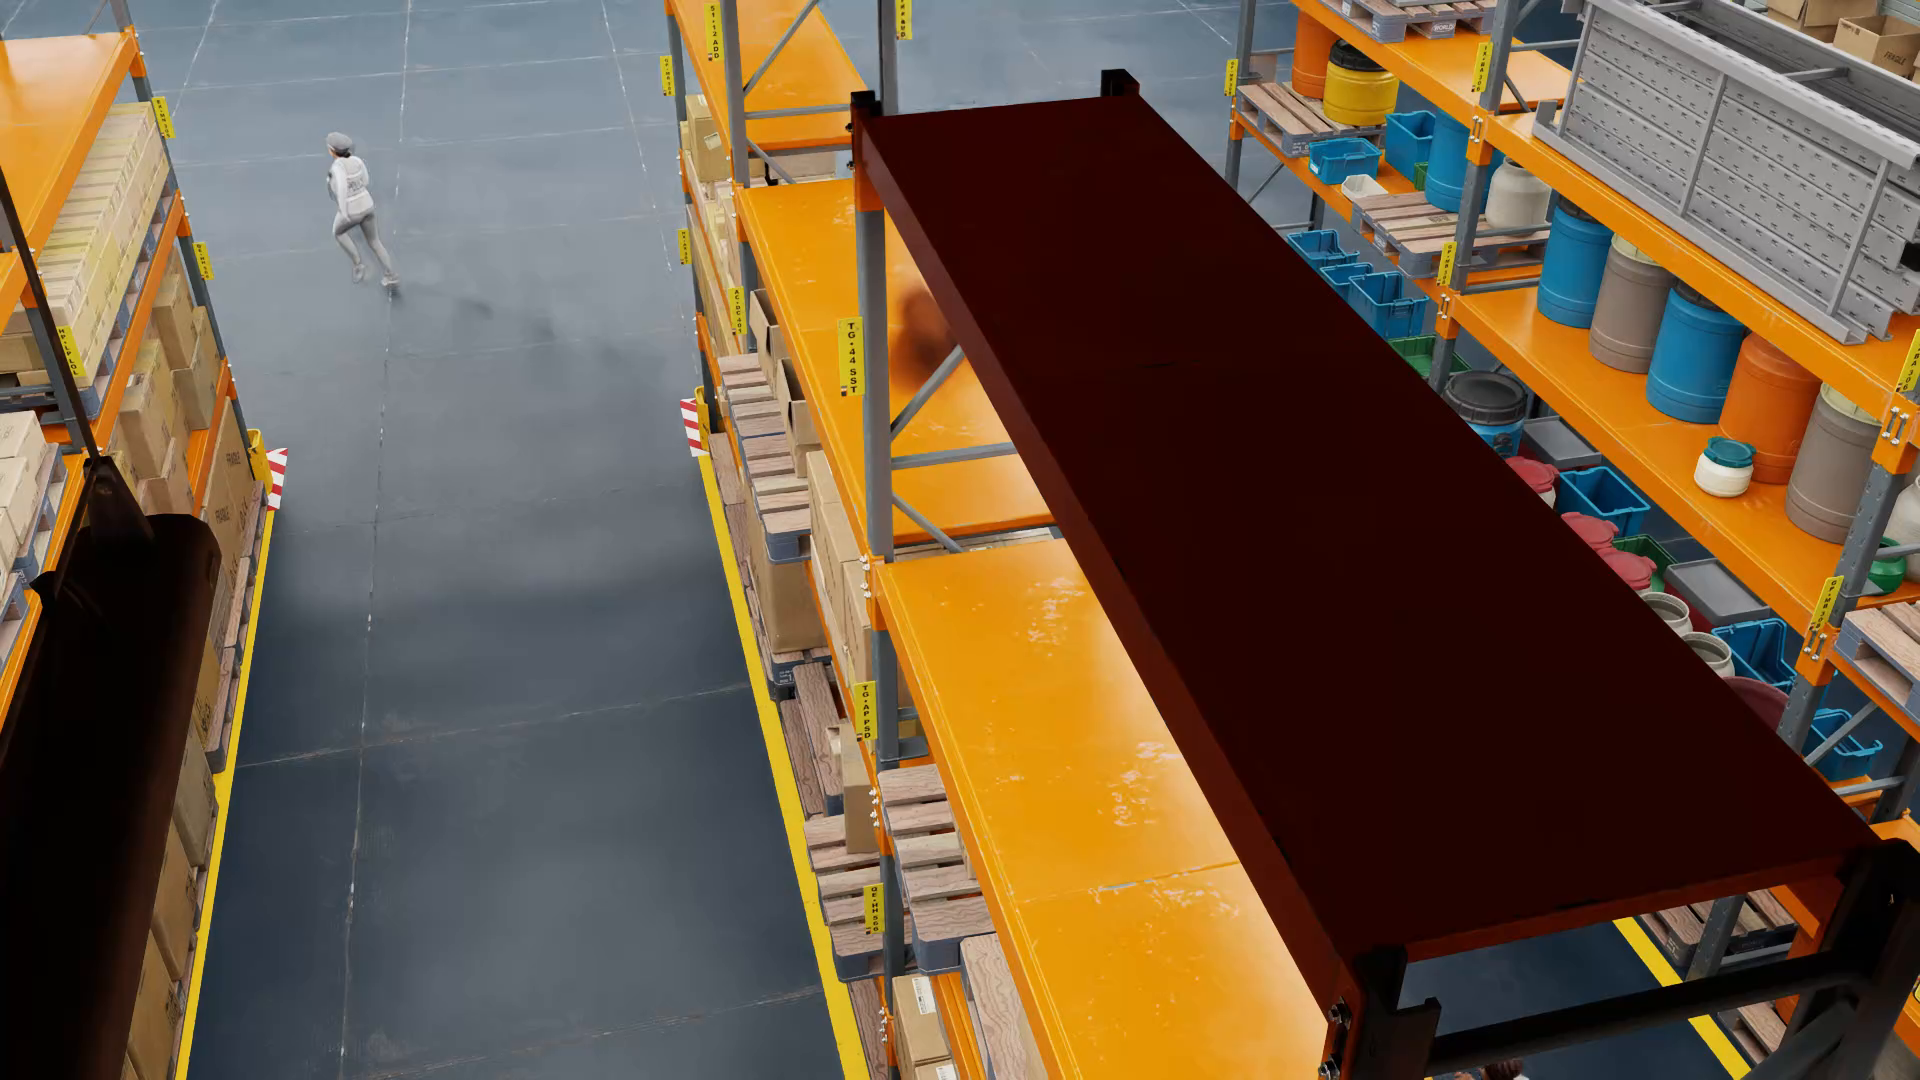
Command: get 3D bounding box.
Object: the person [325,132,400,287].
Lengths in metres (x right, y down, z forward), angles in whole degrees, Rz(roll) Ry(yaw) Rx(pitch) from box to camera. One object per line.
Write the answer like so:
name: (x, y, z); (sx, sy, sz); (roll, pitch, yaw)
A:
person: (-6.401, -3.463, 17.666); (0.807, 1.704, 0.639); (17, 38, 23)

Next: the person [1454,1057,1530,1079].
person: (2.551, 3.064, 8.077); (0.518, 1.634, 0.917); (-10, 36, -14)
